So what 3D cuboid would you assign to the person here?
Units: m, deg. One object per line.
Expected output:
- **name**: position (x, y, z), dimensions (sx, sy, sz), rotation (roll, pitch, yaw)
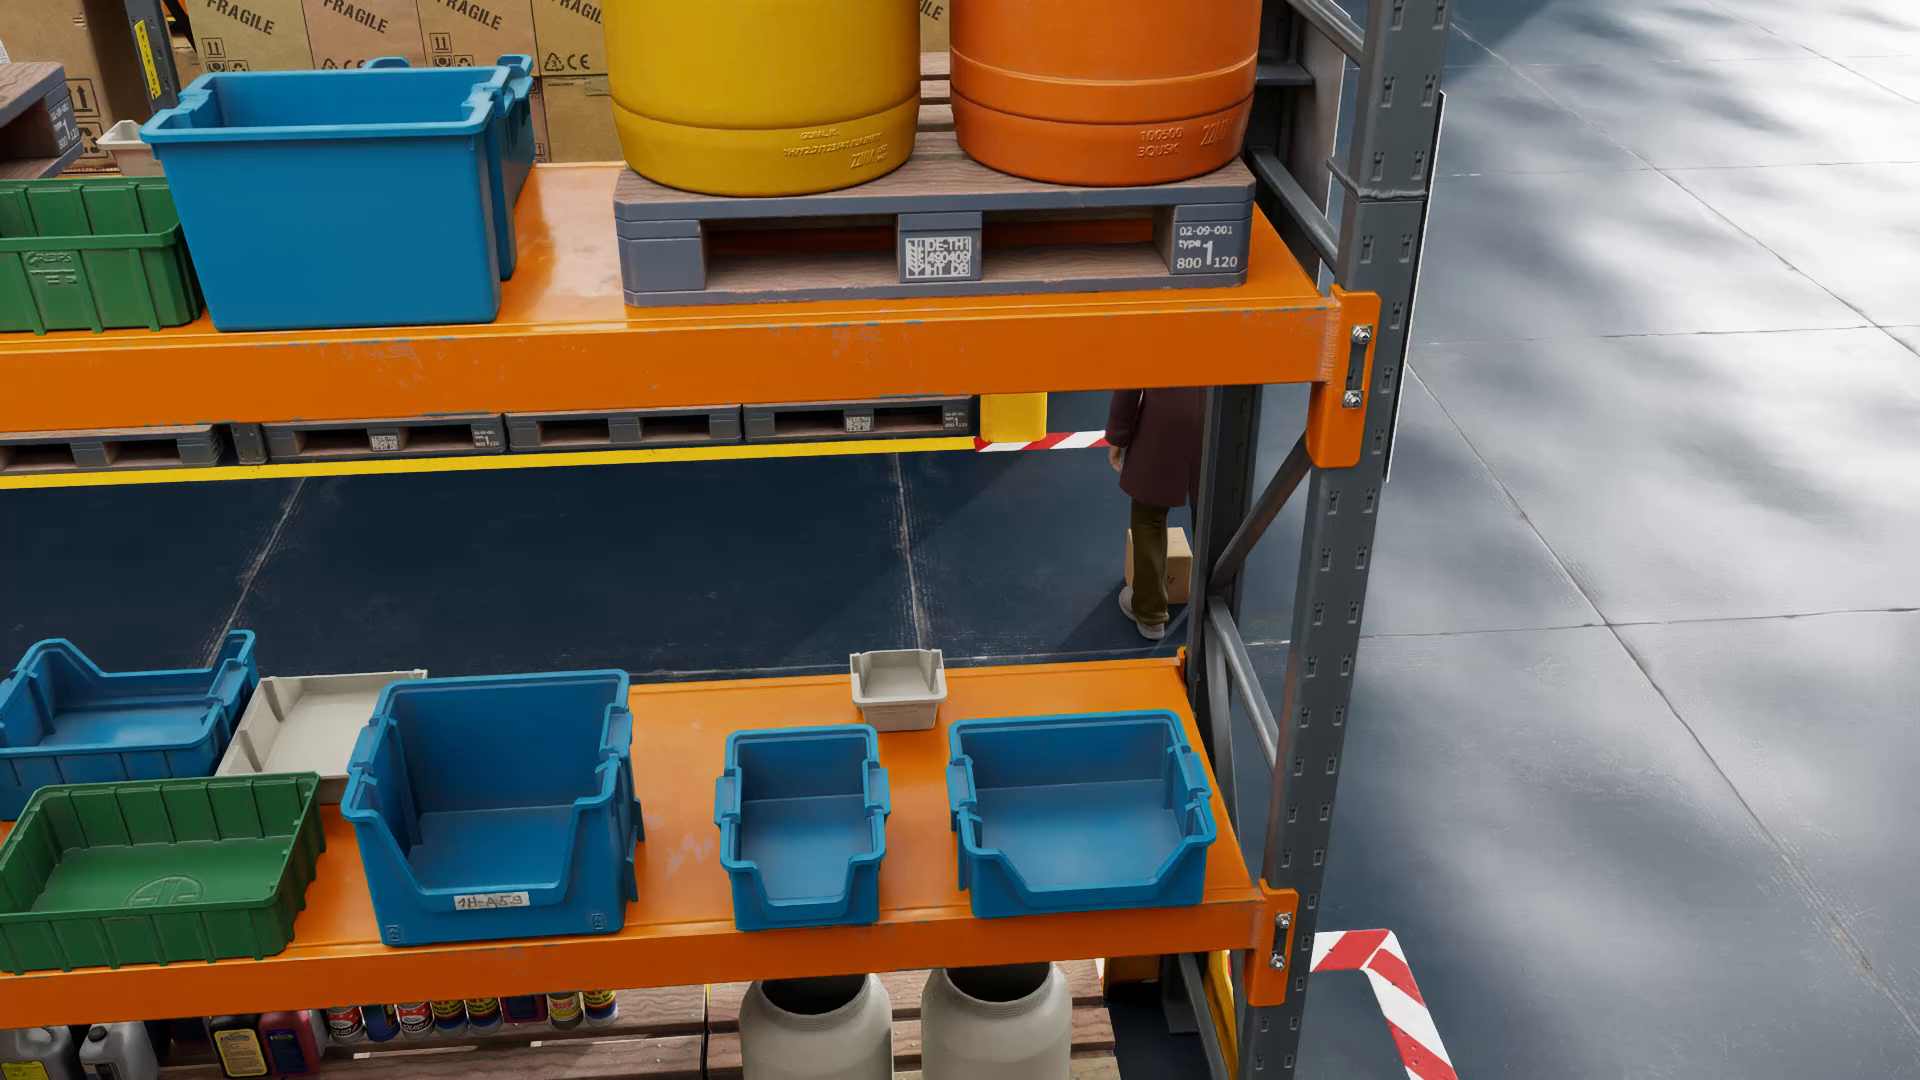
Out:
- **person**: position (0.916, -0.413, 6.842), dimensions (0.646, 1.774, 0.419), rotation (-3, 31, -5)
